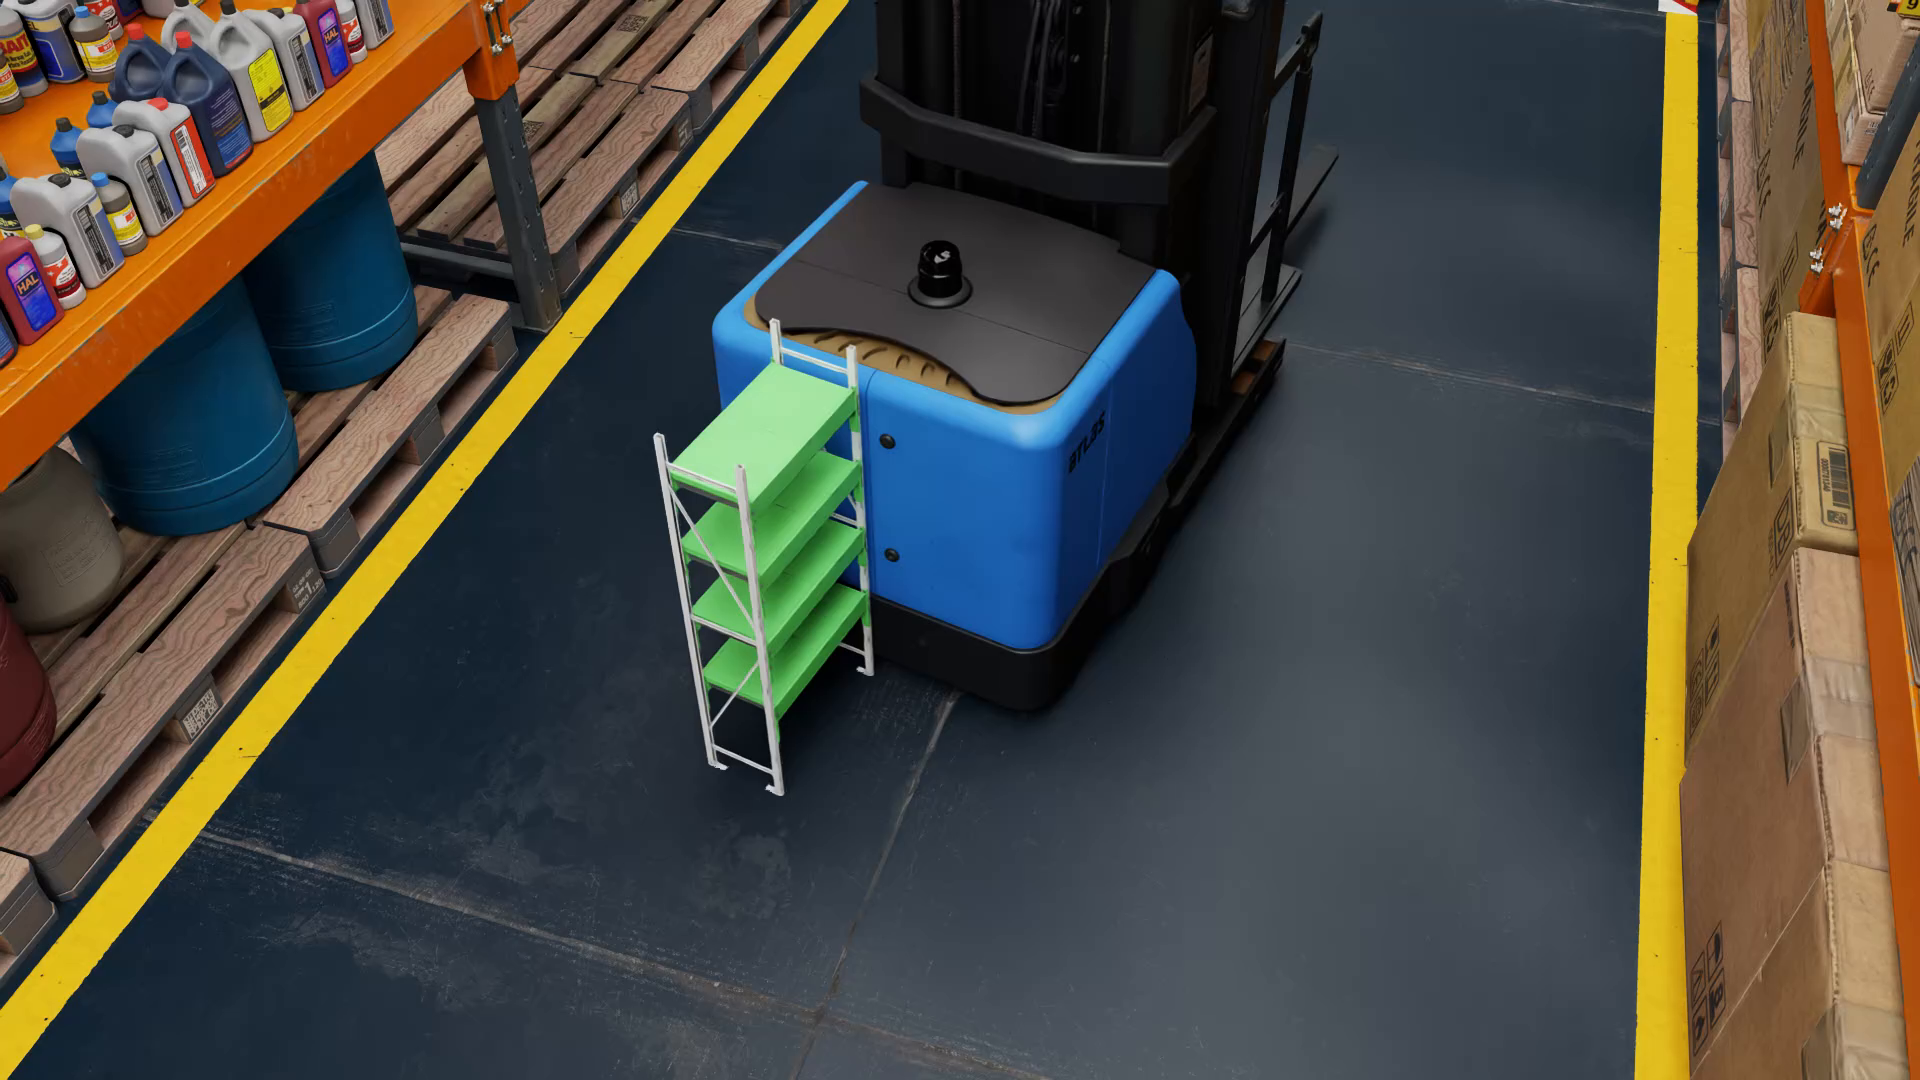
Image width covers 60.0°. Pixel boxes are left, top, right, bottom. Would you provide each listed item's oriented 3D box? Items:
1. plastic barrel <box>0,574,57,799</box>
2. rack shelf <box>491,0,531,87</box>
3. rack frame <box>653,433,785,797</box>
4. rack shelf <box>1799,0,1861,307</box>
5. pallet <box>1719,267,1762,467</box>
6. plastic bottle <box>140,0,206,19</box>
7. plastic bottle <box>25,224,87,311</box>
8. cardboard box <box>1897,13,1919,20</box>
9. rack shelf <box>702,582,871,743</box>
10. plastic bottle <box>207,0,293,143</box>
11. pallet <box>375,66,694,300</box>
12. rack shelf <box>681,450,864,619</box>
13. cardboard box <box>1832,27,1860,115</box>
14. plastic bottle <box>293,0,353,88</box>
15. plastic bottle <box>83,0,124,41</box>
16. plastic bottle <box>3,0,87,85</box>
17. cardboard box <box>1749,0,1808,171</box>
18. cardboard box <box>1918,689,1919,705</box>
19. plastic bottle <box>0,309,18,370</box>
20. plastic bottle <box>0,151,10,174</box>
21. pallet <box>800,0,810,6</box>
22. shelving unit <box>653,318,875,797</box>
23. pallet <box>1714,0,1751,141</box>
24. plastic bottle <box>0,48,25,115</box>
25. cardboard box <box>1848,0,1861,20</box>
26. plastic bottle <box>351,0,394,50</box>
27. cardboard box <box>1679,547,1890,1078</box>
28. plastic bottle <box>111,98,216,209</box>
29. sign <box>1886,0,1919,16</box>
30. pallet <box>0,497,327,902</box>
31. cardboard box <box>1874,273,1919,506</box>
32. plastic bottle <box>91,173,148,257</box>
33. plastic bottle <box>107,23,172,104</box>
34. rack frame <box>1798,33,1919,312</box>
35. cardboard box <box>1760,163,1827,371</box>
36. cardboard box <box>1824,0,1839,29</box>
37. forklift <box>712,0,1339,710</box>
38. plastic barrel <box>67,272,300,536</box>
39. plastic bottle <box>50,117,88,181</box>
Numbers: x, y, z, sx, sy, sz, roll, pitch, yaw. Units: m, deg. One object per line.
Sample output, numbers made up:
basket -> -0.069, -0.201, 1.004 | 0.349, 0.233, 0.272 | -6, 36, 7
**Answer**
plastic barrel -> -2.684, 0.339, 4.183 | 0.600, 0.588, 0.708 | 13, 46, 13
rack shelf -> -1.341, -3.033, 6.719 | 1.077, 0.370, 4.000 | 13, 46, 13
rack frame -> -0.588, 0.229, 4.158 | 0.240, 1.200, 0.015 | 20, 48, 20
rack shelf -> 3.380, -1.984, 5.647 | 1.077, 0.370, 4.000 | 13, 46, 13
pallet -> 3.079, -0.401, 5.509 | 1.003, 0.211, 1.213 | 13, 46, 13
plastic bottle -> -2.374, -1.746, 4.925 | 0.144, 0.351, 0.185 | 13, 46, 13
plastic bottle -> -2.141, -0.648, 3.909 | 0.097, 0.201, 0.097 | 0, 44, 0
cardboard box -> 2.658, -1.592, 4.090 | 0.500, 0.500, 0.500 | 14, 46, 14
rack shelf -> -0.473, 0.295, 4.525 | 0.258, 0.148, 0.480 | 20, 48, 20
plastic bottle -> -1.913, -1.257, 4.425 | 0.144, 0.351, 0.185 | 13, 46, 13
pallet -> -1.761, -1.459, 6.590 | 1.003, 0.211, 1.213 | 13, 46, 13
rack shelf -> -0.473, -0.048, 4.189 | 0.258, 0.148, 0.480 | 20, 48, 20
cardboard box -> 2.632, -1.263, 4.575 | 0.380, 0.149, 0.250 | 13, 46, 13
plastic bottle -> -1.784, -1.420, 4.640 | 0.061, 0.283, 0.133 | 13, 46, 13
plastic bottle -> -2.522, -1.562, 4.844 | 0.097, 0.201, 0.097 | 0, 44, 0
plastic bottle -> -2.560, -1.441, 4.666 | 0.152, 0.276, 0.135 | 13, 46, 13
cardboard box -> 3.592, -1.915, 6.281 | 0.875, 0.875, 0.875 | 13, 46, 13
cardboard box -> 1.942, 0.324, 2.702 | 0.500, 0.500, 0.500 | 13, 46, 13
plastic bottle -> -2.246, -0.523, 3.675 | 0.144, 0.351, 0.185 | 13, 46, 13
plastic bottle -> -2.585, -1.035, 4.252 | 0.152, 0.276, 0.135 | 13, 46, 13
pallet -> -1.022, -3.085, 8.252 | 1.003, 0.211, 1.213 | 13, 46, 13
shelving unit -> -0.473, 0.078, 4.312 | 0.258, 1.200, 0.503 | 20, 48, 20
pallet -> 3.818, -2.028, 7.171 | 1.003, 0.211, 1.213 | 13, 46, 13
plastic bottle -> -2.651, -1.278, 4.553 | 0.097, 0.201, 0.097 | 0, 44, 0
cardboard box -> 2.812, -1.656, 4.692 | 0.500, 0.250, 0.500 | 14, 46, 14
plastic bottle -> -1.758, -1.581, 4.810 | 0.152, 0.276, 0.135 | 13, 46, 13
cardboard box -> 2.330, 0.728, 3.580 | 1.225, 0.875, 0.875 | 11, 45, 11
plastic bottle -> -2.021, -1.002, 4.218 | 0.152, 0.276, 0.135 | 13, 46, 13
sign -> 2.245, -1.362, 3.822 | 0.100, 0.325, 0.005 | 13, 46, 13
pallet -> -2.587, 0.361, 4.730 | 1.003, 0.211, 1.213 | 13, 46, 13
cardboard box -> 2.245, -0.355, 3.396 | 0.500, 0.500, 0.500 | 13, 46, 13
plastic bottle -> -2.071, -0.802, 4.067 | 0.097, 0.201, 0.097 | 0, 44, 0
plastic bottle -> -2.106, -1.165, 4.331 | 0.144, 0.351, 0.185 | 13, 46, 13
rack frame -> 2.774, -0.908, 4.033 | 1.000, 3.000, 0.127 | 13, 46, 13
cardboard box -> 3.050, -0.722, 5.062 | 0.875, 0.875, 0.875 | 13, 46, 13
cardboard box -> 2.788, -1.605, 4.925 | 0.380, 0.149, 0.250 | 13, 46, 13
forklift -> 0.472, -1.599, 4.788 | 1.130, 2.935, 3.031 | 20, 48, 20
plastic barrel -> -2.342, -0.526, 4.843 | 0.600, 0.901, 0.708 | 13, 46, 13
plastic bottle -> -2.186, -0.924, 4.142 | 0.097, 0.271, 0.097 | 0, 44, 0
